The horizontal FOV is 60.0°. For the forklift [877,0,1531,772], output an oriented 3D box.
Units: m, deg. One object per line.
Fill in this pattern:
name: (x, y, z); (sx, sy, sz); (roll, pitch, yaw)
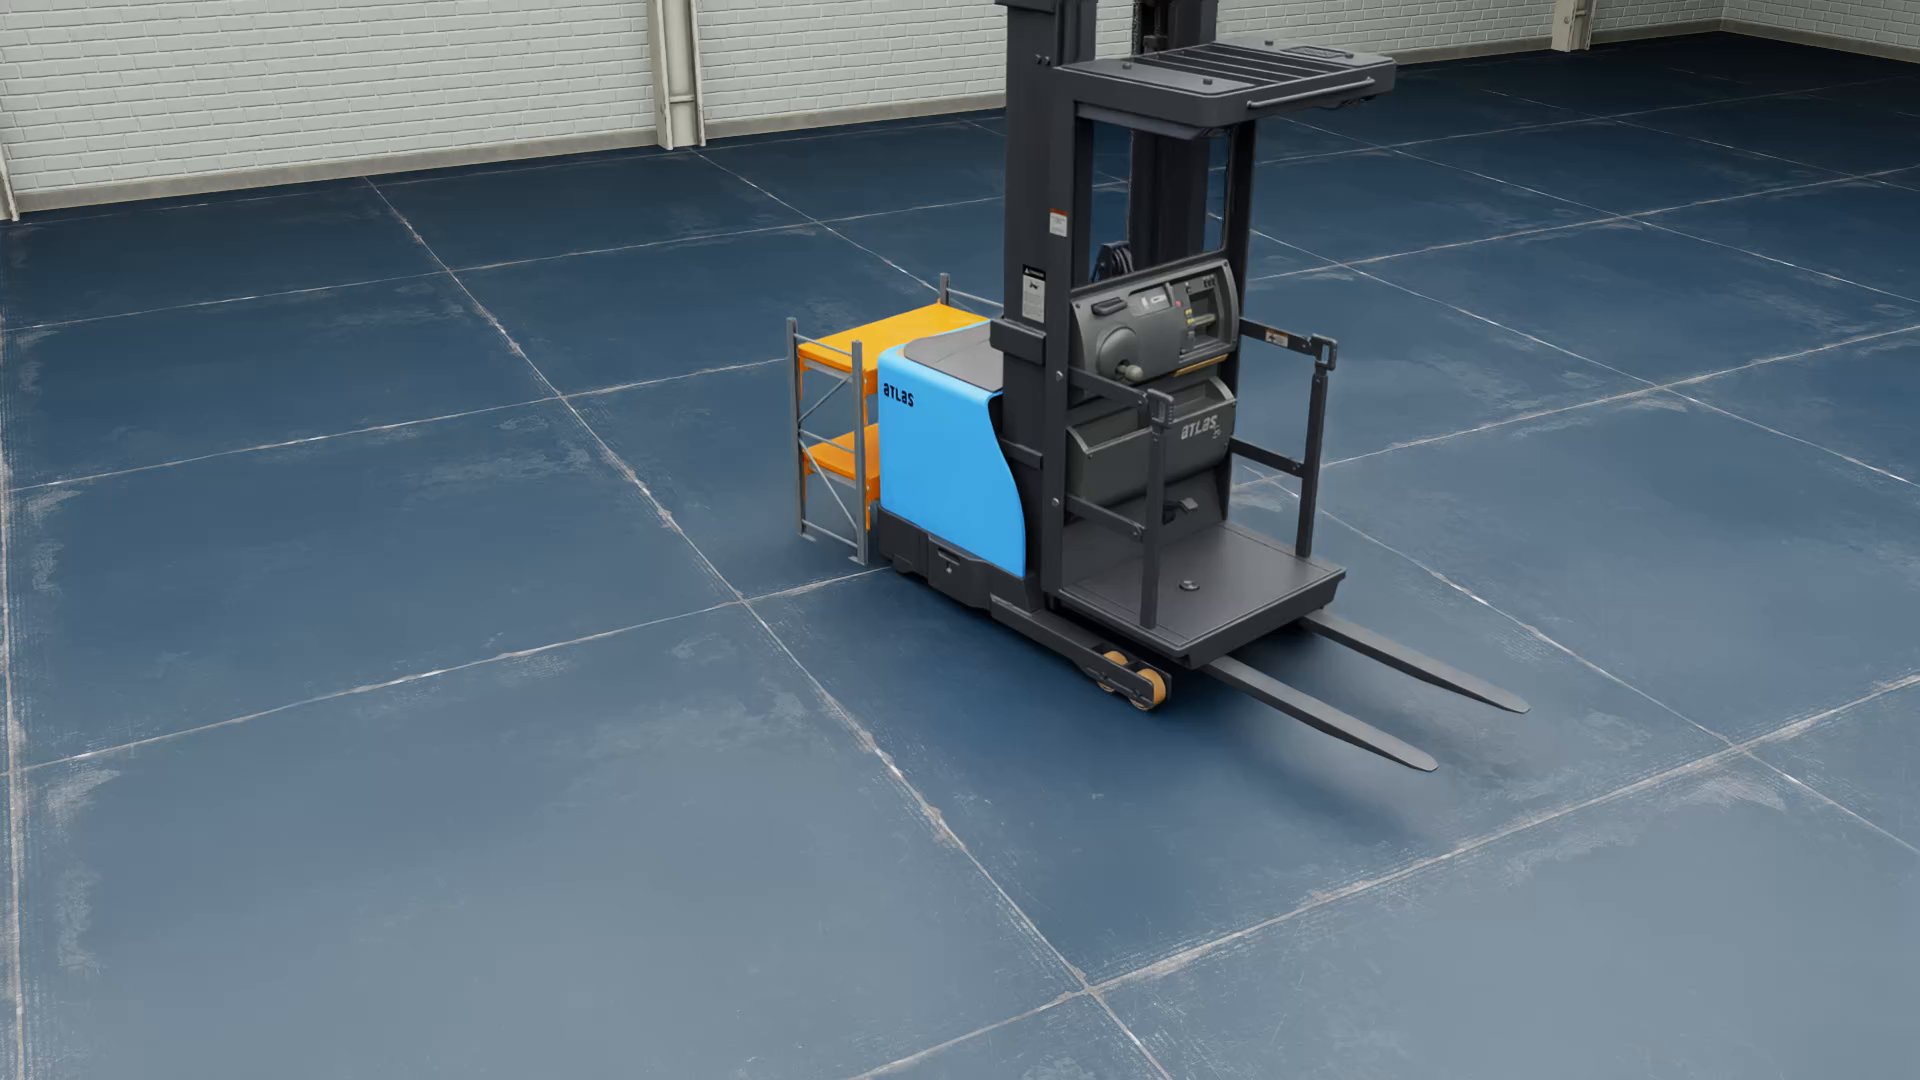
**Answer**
forklift: (0.952, -0.874, 6.684); (1.130, 2.935, 3.031); (-21, 33, -36)

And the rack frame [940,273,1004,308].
rack frame: (0.084, -0.778, 8.570); (0.500, 1.125, 0.032); (23, 34, 39)

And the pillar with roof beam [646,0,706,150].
pillar with roof beam: (-0.710, -6.300, 10.974); (0.400, 9.000, 9.100); (-13, 29, -25)

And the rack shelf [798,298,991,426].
rack shelf: (-0.273, -0.885, 8.117); (0.538, 0.278, 1.000); (23, 34, 39)

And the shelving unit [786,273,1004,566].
shelving unit: (-0.273, -0.621, 8.244); (0.538, 1.125, 1.048); (23, 34, 39)

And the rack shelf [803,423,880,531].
rack shelf: (-0.273, -0.401, 8.350); (0.538, 0.278, 1.000); (23, 34, 39)

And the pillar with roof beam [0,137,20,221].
pillar with roof beam: (-6.004, -5.078, 8.429); (0.400, 9.000, 9.100); (-13, 29, -25)

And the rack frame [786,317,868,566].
rack frame: (-0.630, -0.464, 7.918); (0.500, 1.125, 0.032); (23, 34, 39)

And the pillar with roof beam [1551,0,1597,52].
pillar with roof beam: (9.879, -8.744, 16.064); (0.400, 9.000, 9.100); (-13, 29, -25)
